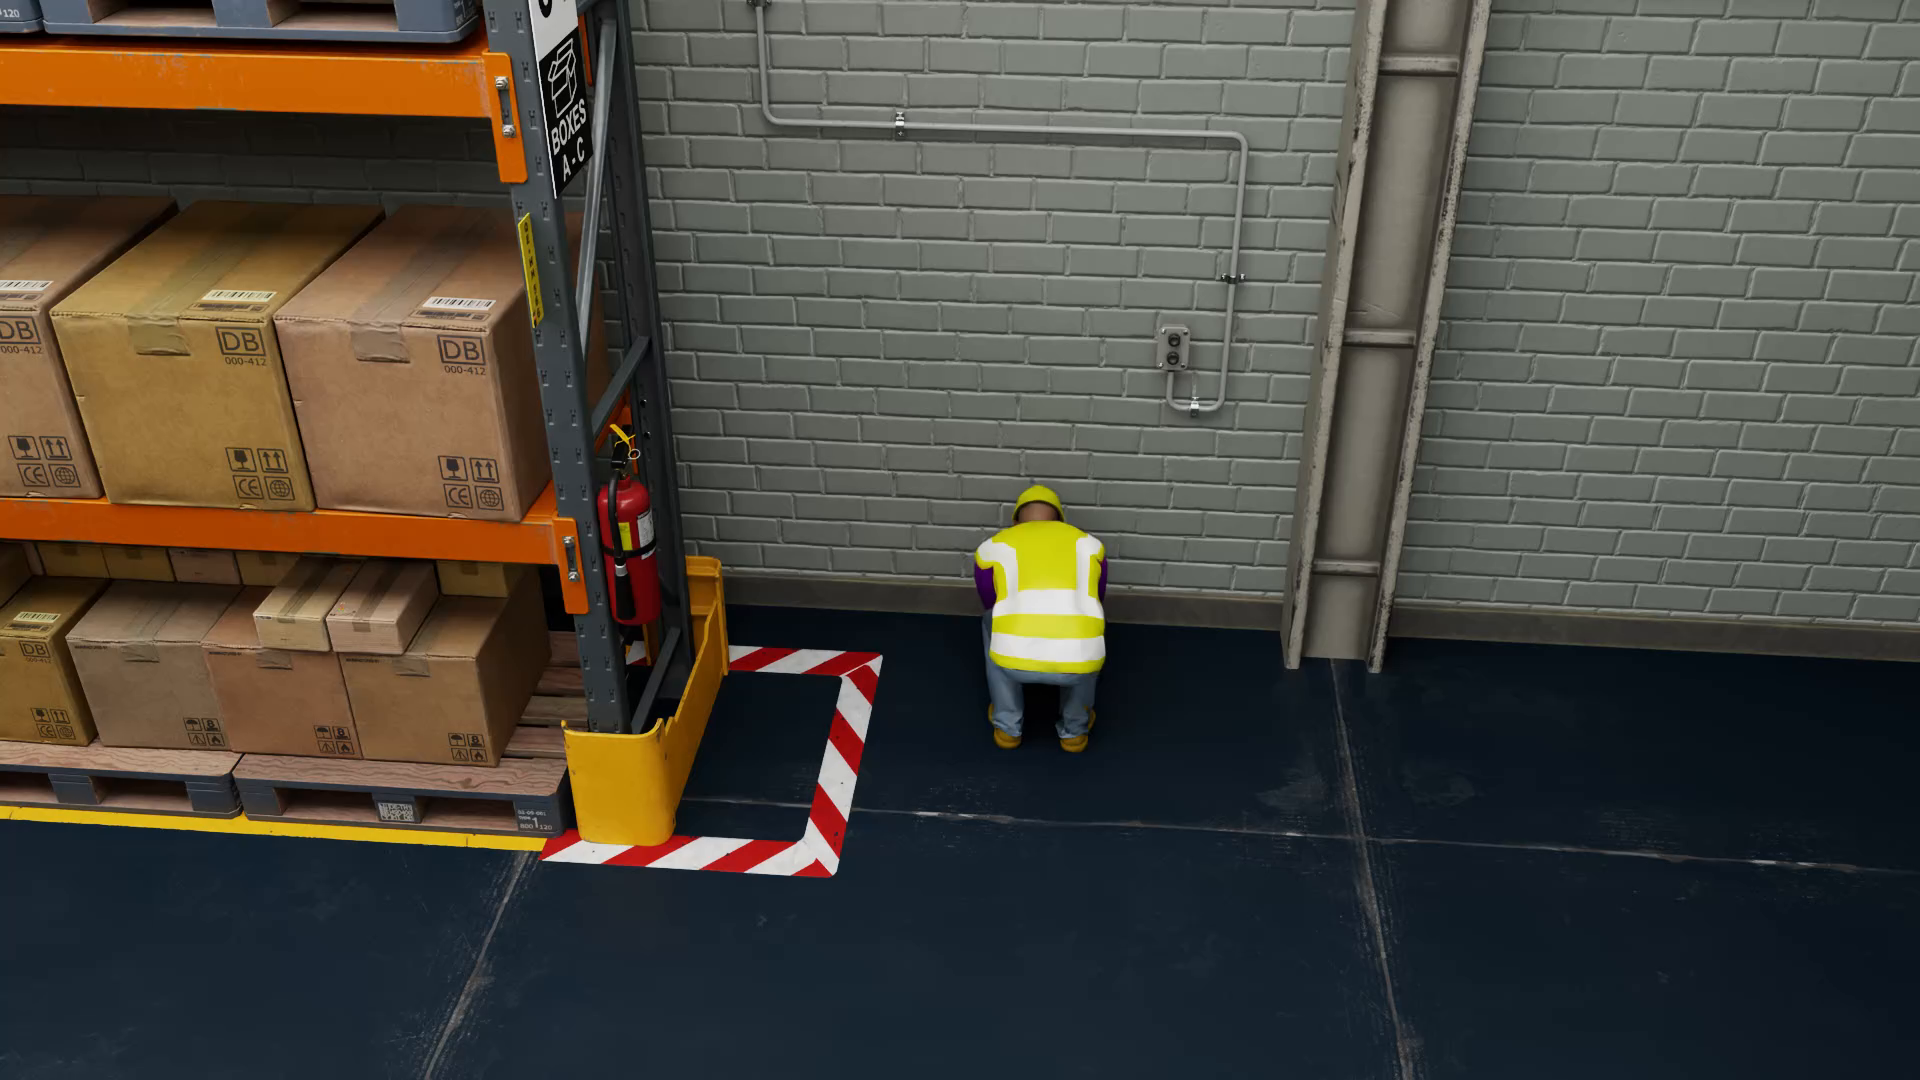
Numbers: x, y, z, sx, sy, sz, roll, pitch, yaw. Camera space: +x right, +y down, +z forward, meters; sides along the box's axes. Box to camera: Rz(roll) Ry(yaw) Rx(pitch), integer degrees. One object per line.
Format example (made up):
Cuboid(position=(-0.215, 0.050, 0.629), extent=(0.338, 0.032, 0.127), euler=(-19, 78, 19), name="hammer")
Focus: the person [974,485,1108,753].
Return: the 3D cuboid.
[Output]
Cuboid(position=(0.311, 0.333, 6.526), extent=(0.526, 0.805, 0.964), euler=(2, 32, 3), name="person")
